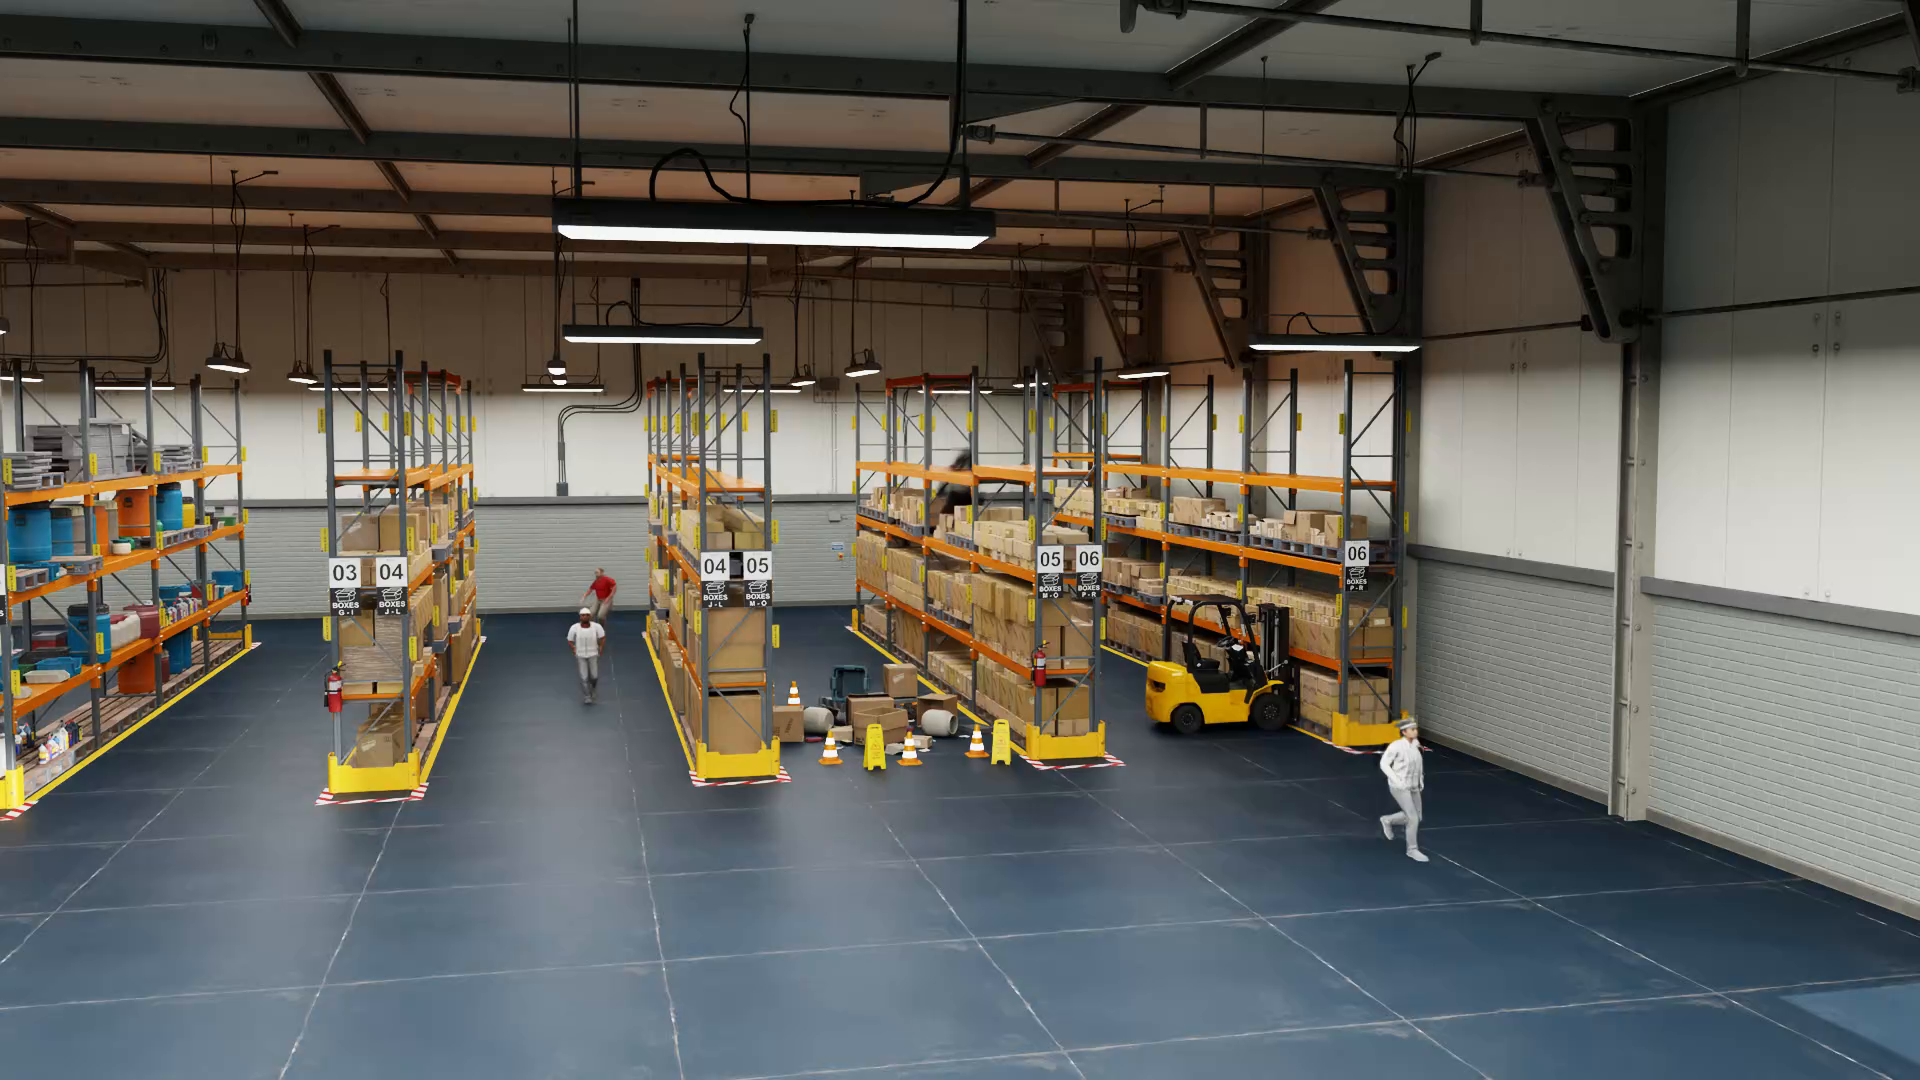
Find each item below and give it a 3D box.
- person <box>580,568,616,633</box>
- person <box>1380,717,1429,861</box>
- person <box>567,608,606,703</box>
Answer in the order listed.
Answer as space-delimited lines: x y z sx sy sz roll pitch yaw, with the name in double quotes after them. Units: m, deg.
-8.531 1.486 39.224 0.944 1.671 0.511 2 4 28 "person"
5.112 2.848 19.240 0.639 1.668 0.650 -3 5 -34 "person"
-6.661 2.069 29.692 0.674 1.721 0.569 -1 4 -13 "person"
